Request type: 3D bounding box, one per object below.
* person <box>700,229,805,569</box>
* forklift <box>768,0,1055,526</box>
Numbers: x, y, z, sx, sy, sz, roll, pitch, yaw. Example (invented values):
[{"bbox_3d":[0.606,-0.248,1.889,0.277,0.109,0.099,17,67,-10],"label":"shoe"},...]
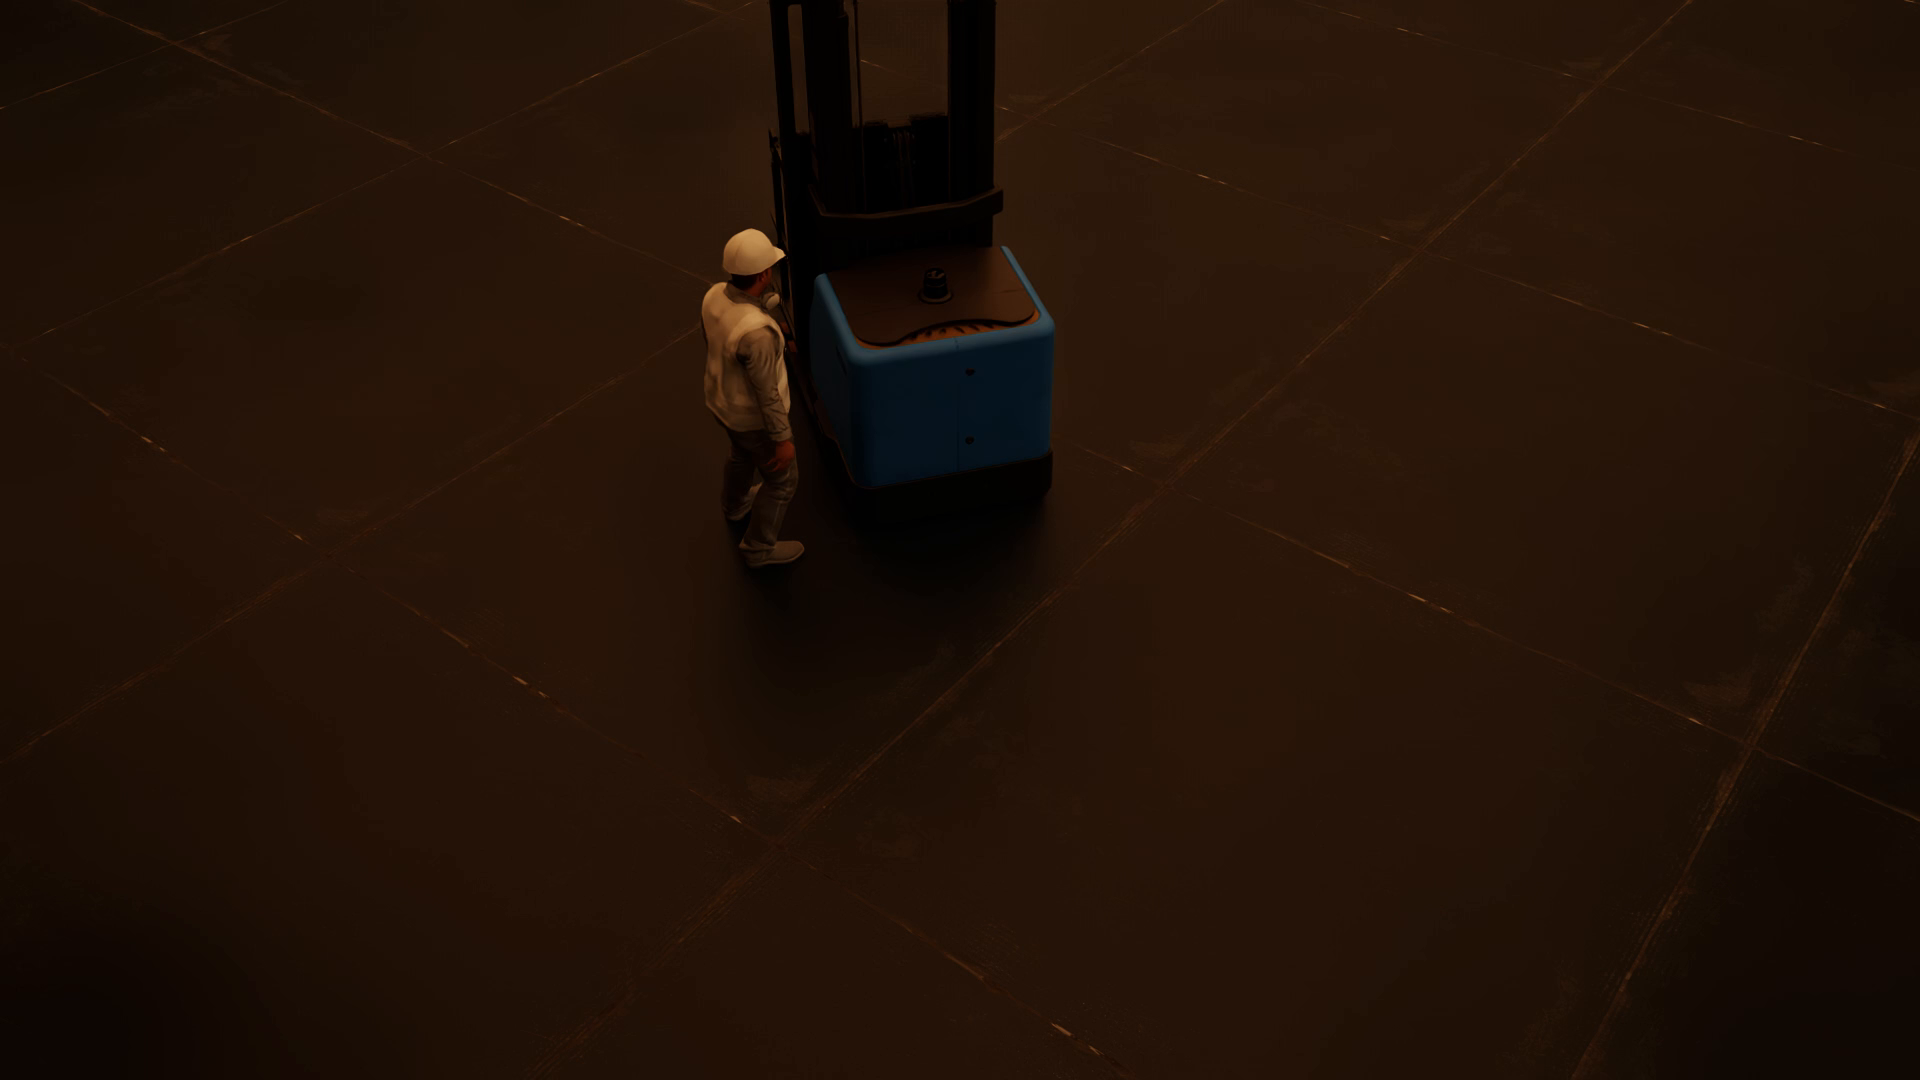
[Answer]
[{"bbox_3d":[-0.962,-0.657,7.757,0.420,1.748,0.763,-24,46,-26],"label":"person"},{"bbox_3d":[-0.434,-2.150,8.596,1.130,2.935,3.031,-11,42,-12],"label":"forklift"}]
